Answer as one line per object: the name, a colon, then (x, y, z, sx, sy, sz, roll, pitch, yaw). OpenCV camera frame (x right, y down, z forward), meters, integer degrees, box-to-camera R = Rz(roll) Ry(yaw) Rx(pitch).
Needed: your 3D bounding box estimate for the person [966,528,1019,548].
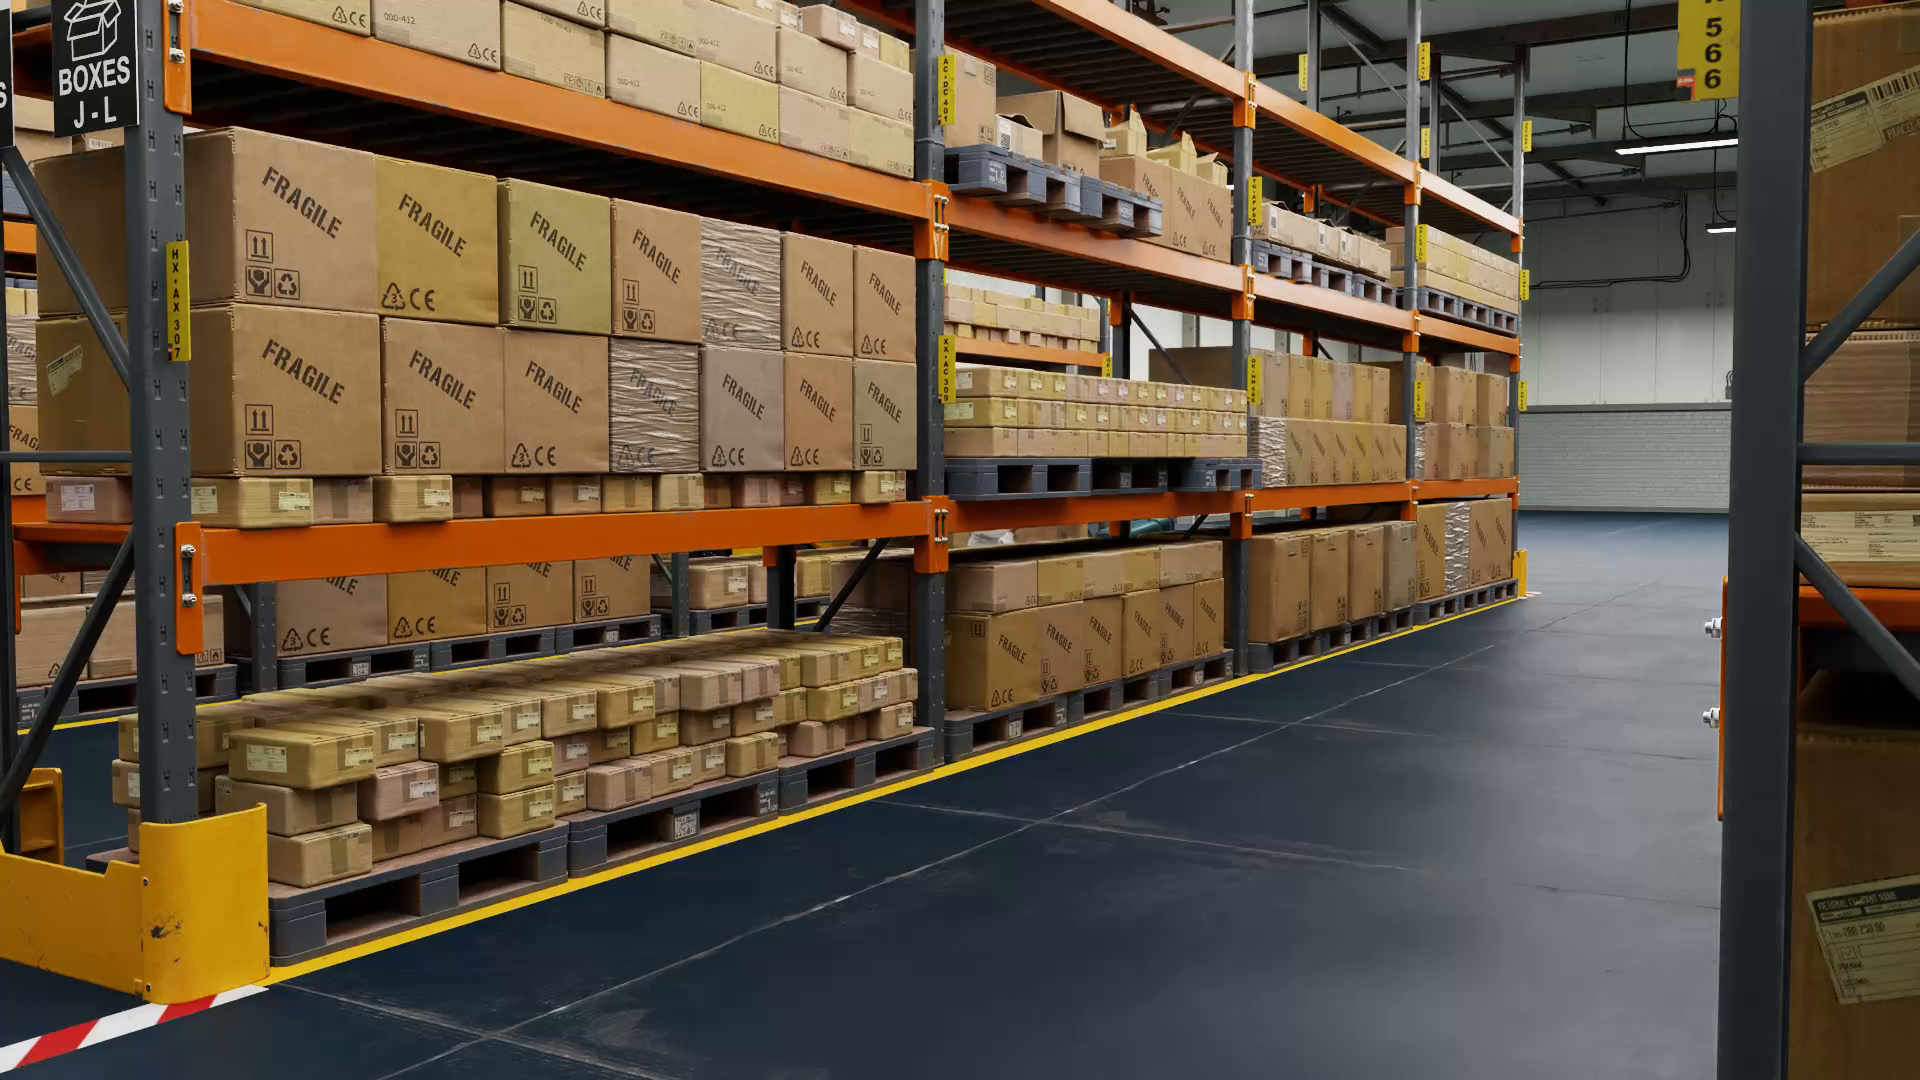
person: (0.289, -0.026, 13.317, 0.576, 1.747, 1.066, 2, 4, 40)
